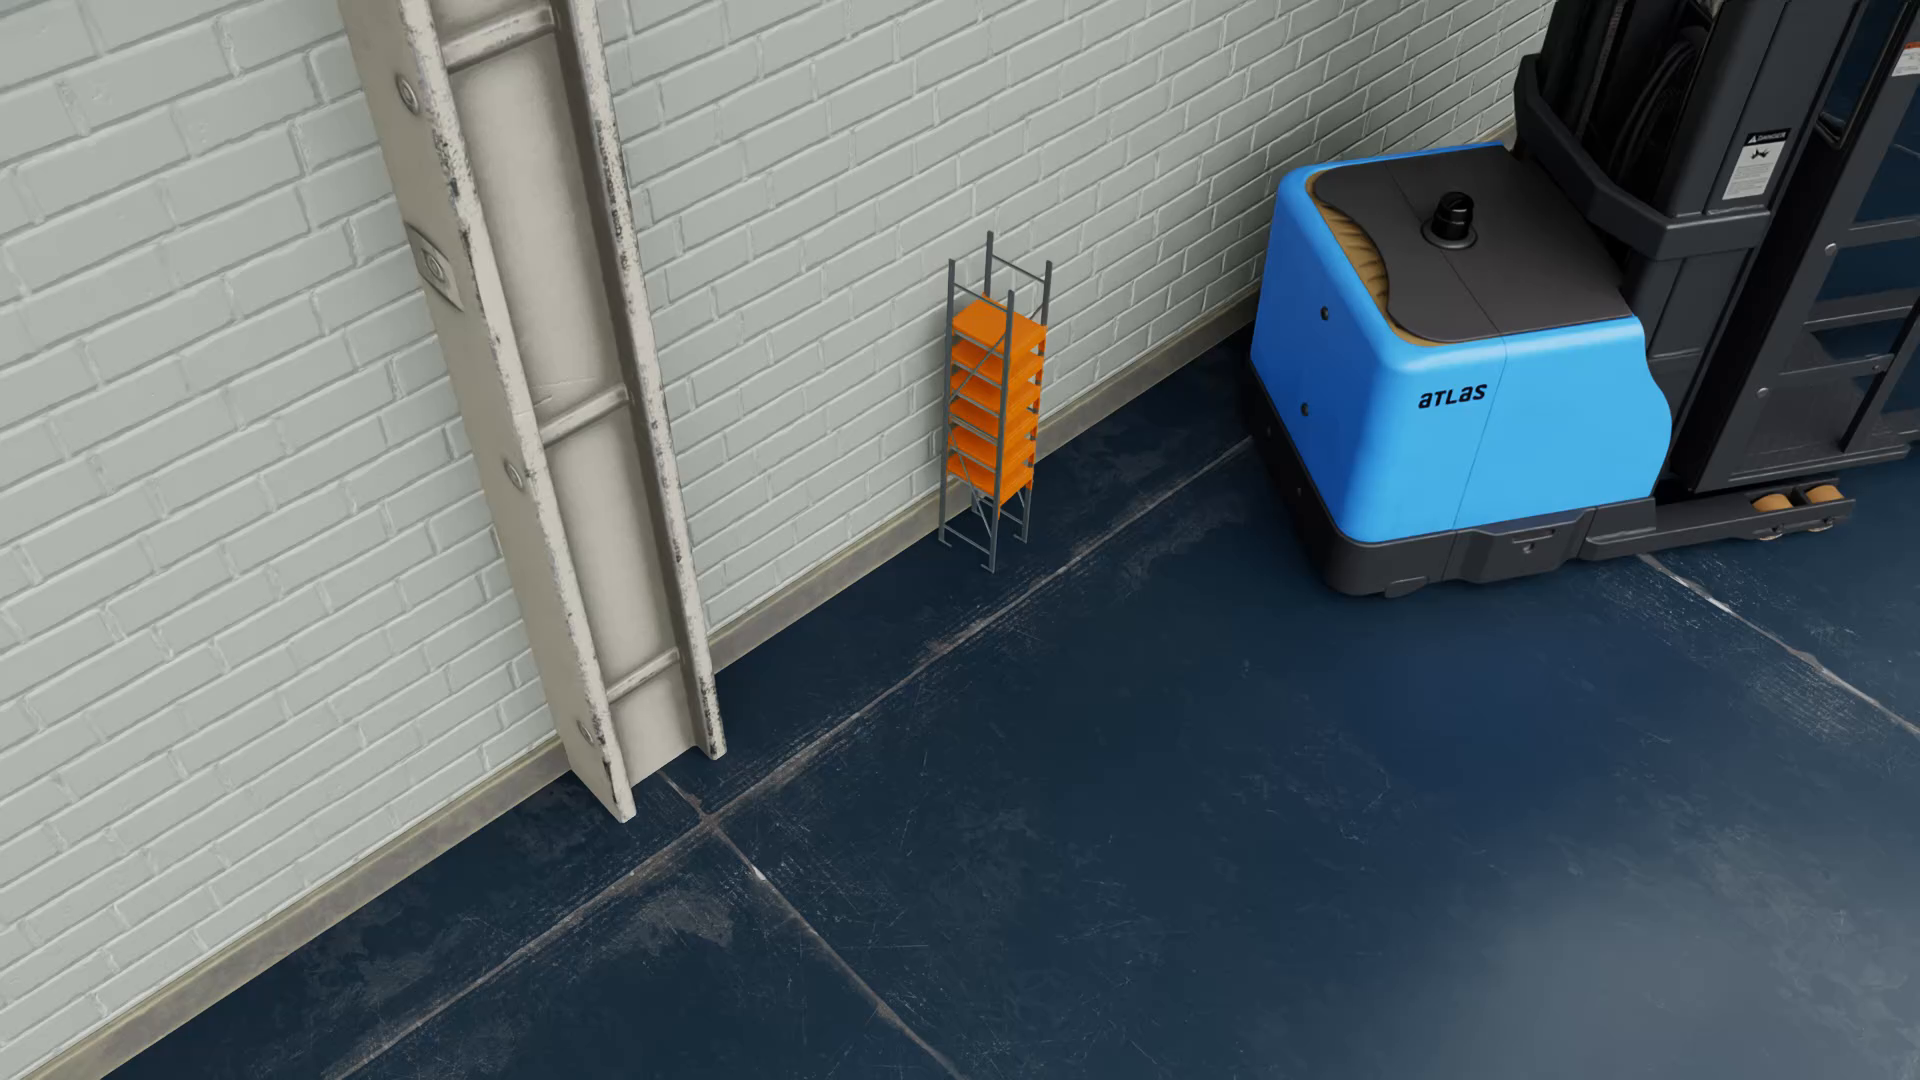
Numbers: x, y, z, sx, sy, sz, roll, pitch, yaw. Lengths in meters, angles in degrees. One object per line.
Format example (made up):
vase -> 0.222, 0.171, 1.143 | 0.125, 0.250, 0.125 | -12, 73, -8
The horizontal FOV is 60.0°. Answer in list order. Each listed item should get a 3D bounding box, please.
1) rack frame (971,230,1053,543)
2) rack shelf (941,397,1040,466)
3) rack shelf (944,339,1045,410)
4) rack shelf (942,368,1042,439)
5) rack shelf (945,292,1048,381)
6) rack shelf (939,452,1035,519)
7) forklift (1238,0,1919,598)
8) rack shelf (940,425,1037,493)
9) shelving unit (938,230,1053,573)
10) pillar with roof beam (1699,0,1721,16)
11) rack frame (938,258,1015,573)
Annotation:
rack frame -> 0.156, -0.457, 5.351 | 0.240, 1.200, 0.006 | 31, 53, 24
rack shelf -> 0.097, -0.376, 5.333 | 0.258, 0.103, 0.180 | 31, 53, 24
rack shelf -> 0.106, -0.540, 5.159 | 0.258, 0.103, 0.180 | 31, 53, 24
rack shelf -> 0.101, -0.458, 5.246 | 0.258, 0.103, 0.180 | 31, 53, 24
rack shelf -> 0.110, -0.622, 5.071 | 0.258, 0.103, 0.180 | 31, 53, 24
rack shelf -> 0.089, -0.211, 5.508 | 0.258, 0.103, 0.180 | 31, 53, 24
forklift -> 2.593, -1.365, 5.015 | 3.031, 2.935, 1.130 | -9, 48, -8
rack shelf -> 0.093, -0.294, 5.421 | 0.258, 0.103, 0.180 | 31, 53, 24
shelving unit -> 0.099, -0.406, 5.301 | 0.258, 1.200, 0.189 | 31, 53, 24
pillar with roof beam -> 6.368, -3.010, 2.405 | 0.400, 9.000, 9.100 | -34, 56, -27
rack frame -> 0.042, -0.356, 5.250 | 0.240, 1.200, 0.006 | 31, 53, 24
